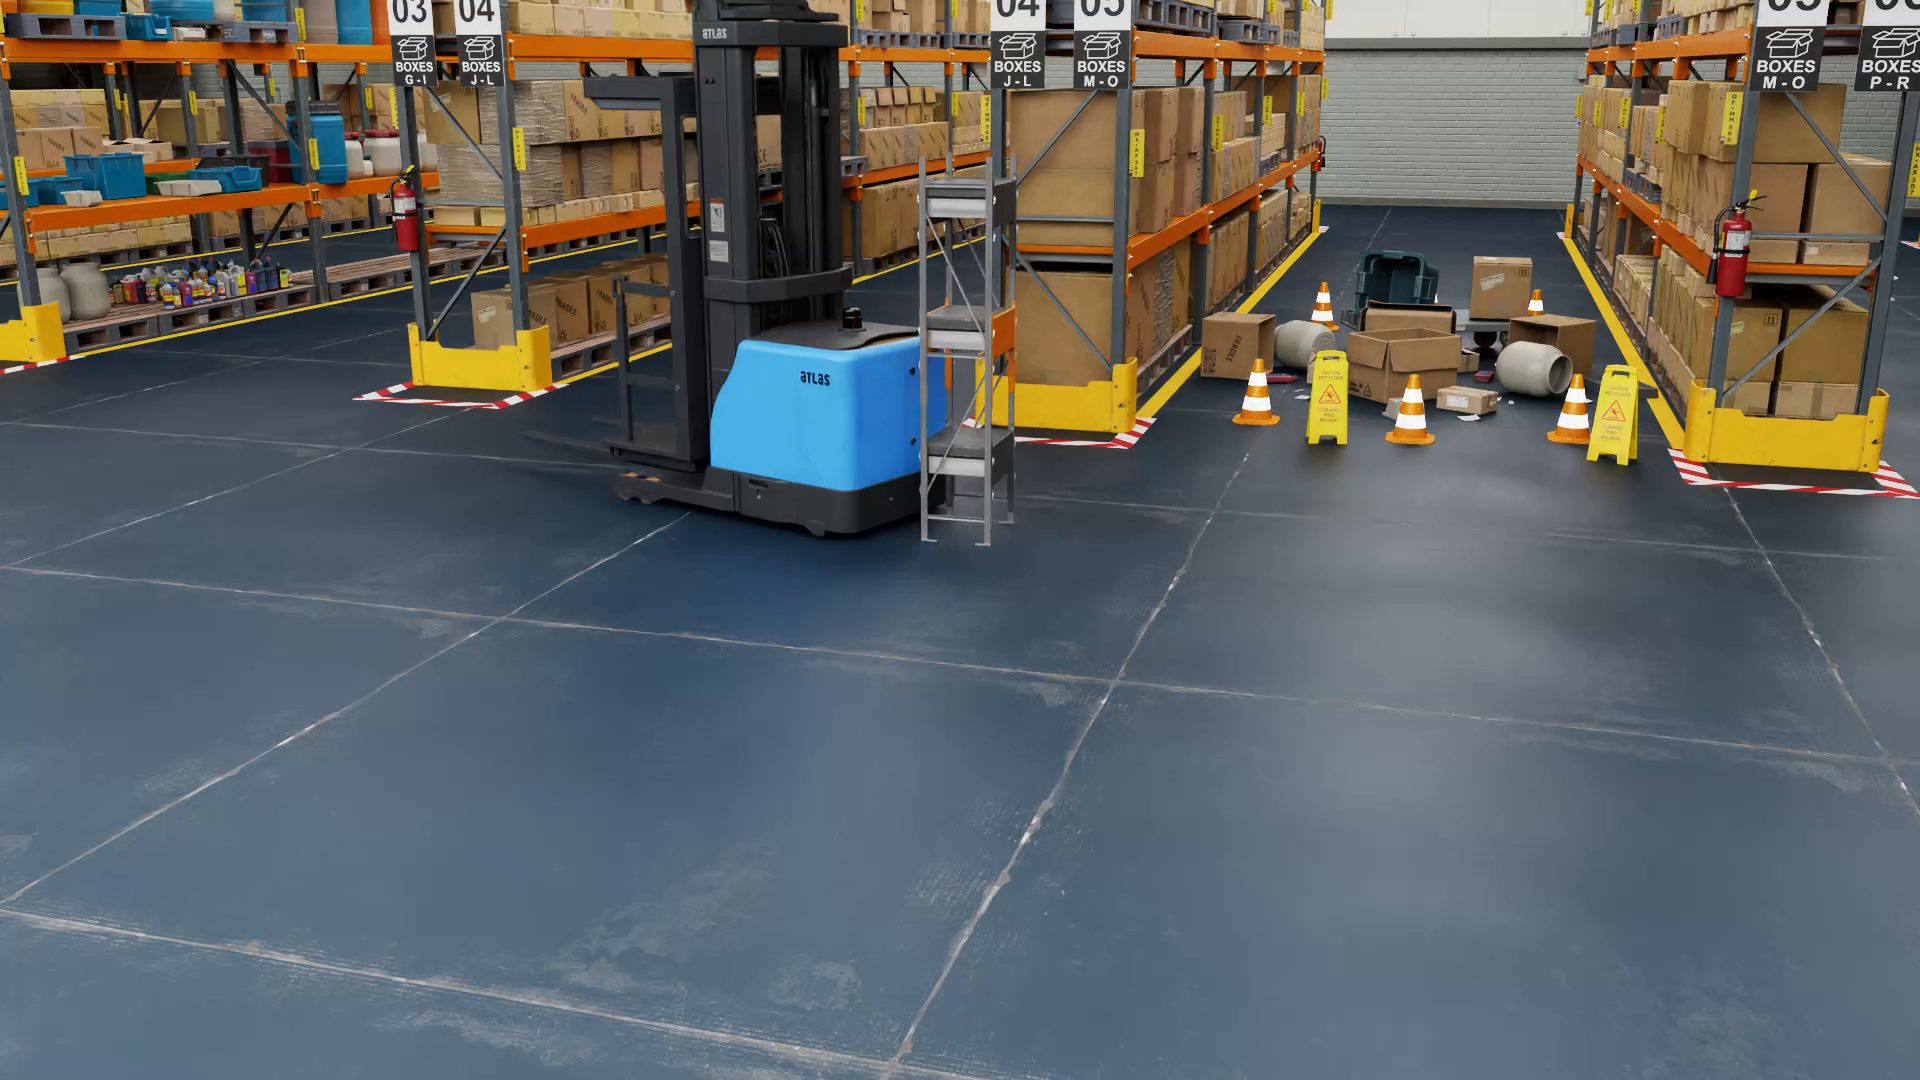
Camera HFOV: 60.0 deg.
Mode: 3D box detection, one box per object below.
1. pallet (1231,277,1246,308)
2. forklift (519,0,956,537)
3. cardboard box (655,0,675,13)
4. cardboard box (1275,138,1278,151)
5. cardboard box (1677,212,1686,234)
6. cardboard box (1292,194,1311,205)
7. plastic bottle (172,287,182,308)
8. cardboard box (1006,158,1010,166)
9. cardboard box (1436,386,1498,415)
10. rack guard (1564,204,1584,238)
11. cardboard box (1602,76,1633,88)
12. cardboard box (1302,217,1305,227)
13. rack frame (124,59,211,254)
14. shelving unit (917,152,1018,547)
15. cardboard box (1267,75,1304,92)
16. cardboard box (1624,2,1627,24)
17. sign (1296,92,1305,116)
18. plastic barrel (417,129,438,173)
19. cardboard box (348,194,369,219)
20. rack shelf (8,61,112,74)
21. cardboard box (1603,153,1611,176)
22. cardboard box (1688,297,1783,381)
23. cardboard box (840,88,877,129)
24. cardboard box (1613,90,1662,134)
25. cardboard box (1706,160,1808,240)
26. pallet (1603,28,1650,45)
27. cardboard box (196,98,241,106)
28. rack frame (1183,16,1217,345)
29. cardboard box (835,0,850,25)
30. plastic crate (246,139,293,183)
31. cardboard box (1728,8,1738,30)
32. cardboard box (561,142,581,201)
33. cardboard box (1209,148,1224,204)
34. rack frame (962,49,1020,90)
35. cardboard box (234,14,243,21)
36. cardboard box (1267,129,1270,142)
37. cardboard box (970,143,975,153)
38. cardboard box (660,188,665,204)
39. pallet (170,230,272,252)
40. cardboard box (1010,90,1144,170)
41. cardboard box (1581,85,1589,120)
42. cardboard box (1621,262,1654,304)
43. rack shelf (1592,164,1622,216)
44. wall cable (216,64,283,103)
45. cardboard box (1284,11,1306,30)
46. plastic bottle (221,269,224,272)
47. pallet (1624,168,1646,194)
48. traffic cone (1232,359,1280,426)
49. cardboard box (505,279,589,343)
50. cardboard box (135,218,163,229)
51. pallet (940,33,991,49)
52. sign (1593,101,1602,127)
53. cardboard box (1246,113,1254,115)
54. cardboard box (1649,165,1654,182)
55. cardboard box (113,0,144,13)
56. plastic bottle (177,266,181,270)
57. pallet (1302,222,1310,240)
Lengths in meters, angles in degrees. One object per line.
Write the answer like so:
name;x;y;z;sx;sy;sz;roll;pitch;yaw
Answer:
pallet;2.690;-2.862;19.034;1.003;0.211;1.213;5;16;16
forklift;-1.509;-1.728;10.049;3.031;2.935;1.130;12;20;35
cardboard box;-2.898;-5.015;15.559;0.380;0.149;0.250;4;16;14
cardboard box;3.983;-5.214;21.905;0.380;0.149;0.250;4;16;13
cardboard box;5.855;-2.488;13.064;0.380;0.149;0.250;5;17;16
cardboard box;5.274;-5.317;25.942;0.380;0.149;0.250;4;16;15
plastic bottle;-7.919;-2.449;16.788;0.097;0.201;0.097;0;16;0
cardboard box;0.428;-5.914;27.808;0.875;0.875;0.875;5;16;16
cardboard box;3.923;-1.082;12.870;0.250;0.149;0.380;-15;21;-41
rack guard;10.042;-4.943;25.842;1.175;0.500;0.348;5;16;16
cardboard box;8.680;-6.040;21.922;0.380;0.149;0.250;4;16;15
cardboard box;5.107;-4.899;25.559;0.380;0.149;0.250;4;16;13
rack frame;-11.237;-5.584;23.521;1.000;3.000;0.127;5;16;16
shelving unit;0.047;-1.053;9.196;0.431;2.100;0.503;5;16;16
cardboard box;4.618;-6.359;23.690;0.500;0.500;0.500;4;16;14
cardboard box;7.817;-6.015;19.017;0.396;0.266;0.258;4;16;14
sign;4.657;-5.966;22.743;0.100;0.325;0.005;5;16;16
plastic barrel;-6.696;-4.857;20.752;0.421;0.512;0.421;0;16;0
cardboard box;-9.966;-5.489;26.958;0.500;0.500;0.500;5;16;16
rack shelf;-15.419;-7.588;26.405;1.077;0.370;4.000;5;16;16
cardboard box;8.063;-4.528;20.071;0.500;0.250;0.500;4;16;15
cardboard box;5.466;-1.424;11.746;0.500;0.500;0.500;5;17;16
cardboard box;-1.517;-5.536;21.328;0.797;0.503;0.637;5;17;18
cardboard box;7.943;-4.996;19.430;0.500;0.500;0.500;5;16;16
cardboard box;5.378;-2.308;11.242;0.500;0.500;0.500;4;16;15
pallet;9.141;-6.707;22.144;1.003;0.211;1.213;5;16;16
cardboard box;-14.045;-7.879;31.062;0.980;0.700;0.700;4;16;15
rack frame;1.850;-3.358;15.670;1.000;3.000;0.127;5;16;16
cardboard box;-1.636;-6.403;19.809;0.500;0.500;0.500;5;17;17
plastic crate;-7.781;-4.334;18.995;0.402;0.464;0.583;5;16;16
cardboard box;5.630;-3.655;11.683;0.380;0.149;0.250;4;16;15
cardboard box;-3.804;-3.195;14.369;0.875;0.500;0.500;5;16;16
cardboard box;2.257;-3.522;16.068;0.500;0.500;0.500;5;17;16
rack frame;0.533;-6.908;28.188;1.000;3.000;0.127;5;16;16
cardboard box;-10.852;-7.462;24.459;0.910;0.500;0.500;5;16;16
cardboard box;3.681;-5.076;20.875;0.380;0.149;0.250;4;16;15
cardboard box;0.022;-5.999;25.443;0.380;0.149;0.250;4;16;14
cardboard box;-3.027;-3.314;15.977;0.380;0.149;0.250;5;16;16
pallet;-10.988;-4.435;24.580;1.003;0.211;1.213;5;16;16
cardboard box;0.856;-2.997;12.144;0.875;0.550;0.550;5;16;16
cardboard box;9.625;-6.565;24.964;0.500;0.500;0.500;4;16;15
cardboard box;7.389;-2.644;17.200;0.950;0.372;0.625;4;16;15
rack shelf;8.330;-4.224;20.042;1.077;0.370;4.000;5;16;16
wall cable;-14.257;-8.958;33.552;0.084;1.984;1.851;5;16;16
cardboard box;4.490;-7.169;22.970;0.500;0.250;0.500;5;17;18
plastic bottle;-7.784;-2.733;17.641;0.061;0.283;0.133;5;16;16
pallet;7.661;-3.760;17.439;1.213;0.211;1.003;5;16;16
traffic cone;2.226;-1.120;12.428;0.336;0.463;0.334;5;16;16
cardboard box;-3.683;-2.043;14.846;0.500;0.500;0.500;10;18;30
cardboard box;-11.291;-4.441;22.730;0.500;0.311;0.500;4;16;15
pallet;-0.012;-7.794;25.975;1.003;0.211;1.213;5;16;16
sign;8.366;-5.590;21.810;0.100;0.325;0.005;5;16;16
cardboard box;3.990;-5.790;23.518;0.500;0.500;0.500;5;16;16
cardboard box;6.706;-3.442;15.659;0.380;0.149;0.250;5;17;16
cardboard box;-14.379;-9.161;28.580;0.500;0.500;0.500;4;16;15
plastic bottle;-8.393;-2.789;17.838;0.061;0.283;0.133;5;17;18
pallet;4.974;-4.926;26.309;1.003;0.211;1.213;5;16;16
